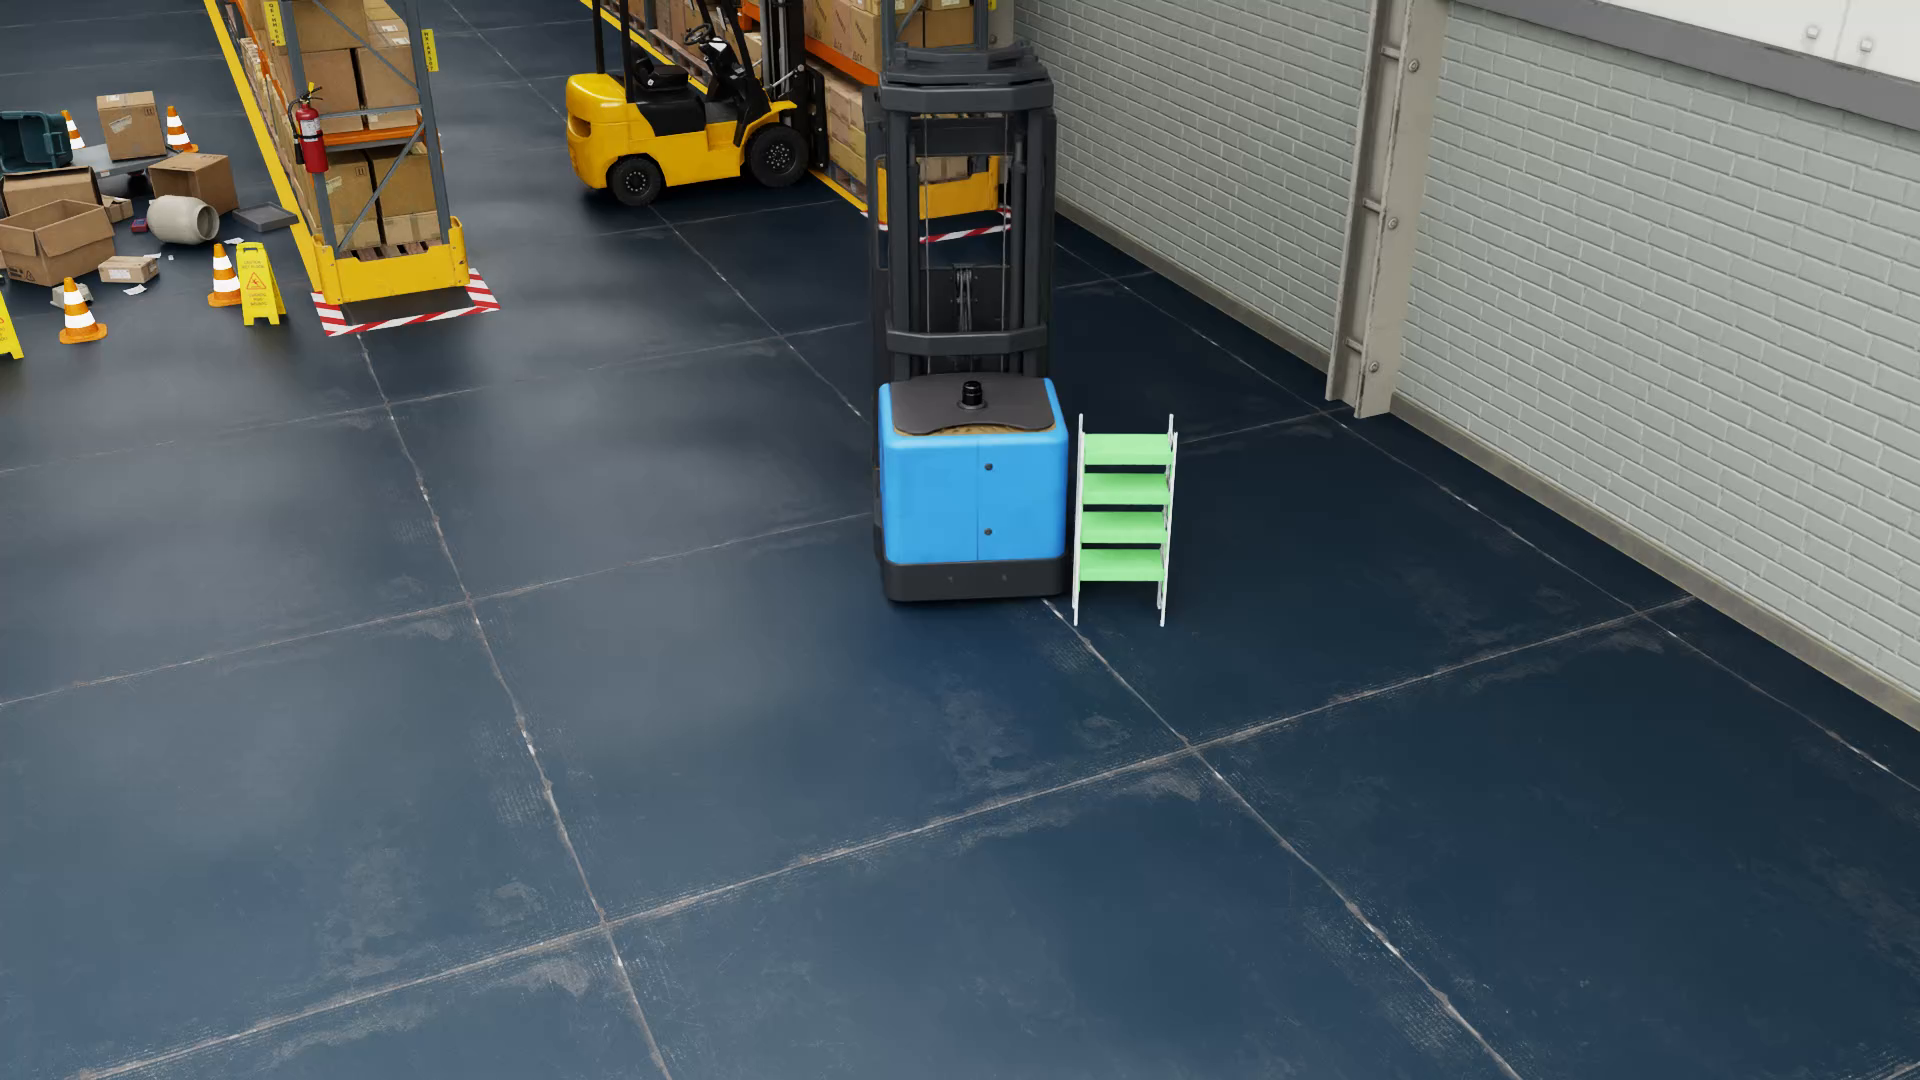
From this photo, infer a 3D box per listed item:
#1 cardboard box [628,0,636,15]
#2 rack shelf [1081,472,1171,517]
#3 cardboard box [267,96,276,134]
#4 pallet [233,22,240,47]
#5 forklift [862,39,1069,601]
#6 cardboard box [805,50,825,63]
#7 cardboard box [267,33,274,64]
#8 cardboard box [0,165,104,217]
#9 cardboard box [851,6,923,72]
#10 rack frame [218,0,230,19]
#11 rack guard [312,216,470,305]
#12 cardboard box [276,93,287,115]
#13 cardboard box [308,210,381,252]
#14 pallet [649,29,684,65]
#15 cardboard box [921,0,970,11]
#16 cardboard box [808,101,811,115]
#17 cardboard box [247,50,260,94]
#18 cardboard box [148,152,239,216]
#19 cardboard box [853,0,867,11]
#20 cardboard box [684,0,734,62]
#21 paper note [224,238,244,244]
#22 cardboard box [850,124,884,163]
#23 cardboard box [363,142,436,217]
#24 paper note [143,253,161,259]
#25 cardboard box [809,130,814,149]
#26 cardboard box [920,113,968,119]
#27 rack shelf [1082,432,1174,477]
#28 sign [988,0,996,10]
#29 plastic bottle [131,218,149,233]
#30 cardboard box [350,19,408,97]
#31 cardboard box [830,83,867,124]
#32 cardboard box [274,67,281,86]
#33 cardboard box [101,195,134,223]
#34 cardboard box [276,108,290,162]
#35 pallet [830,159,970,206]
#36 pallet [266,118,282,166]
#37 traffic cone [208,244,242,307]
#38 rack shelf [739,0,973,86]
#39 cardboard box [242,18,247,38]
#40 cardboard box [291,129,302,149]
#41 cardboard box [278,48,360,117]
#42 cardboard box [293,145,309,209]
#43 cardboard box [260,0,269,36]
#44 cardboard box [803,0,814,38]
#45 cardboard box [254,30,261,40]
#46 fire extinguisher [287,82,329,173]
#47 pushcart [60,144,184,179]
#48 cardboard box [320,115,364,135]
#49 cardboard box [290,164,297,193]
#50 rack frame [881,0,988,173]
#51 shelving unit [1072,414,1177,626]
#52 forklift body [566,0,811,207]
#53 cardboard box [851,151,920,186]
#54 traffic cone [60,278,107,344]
[{"bbox_3d":[-4.239,-7.430,22.532,0.500,0.500,0.500,-14,32,-23],"label":"cardboard box"},{"bbox_3d":[0.896,-0.251,9.084,0.480,0.148,0.258,0,29,0],"label":"rack shelf"},{"bbox_3d":[-6.650,-4.429,17.312,0.950,0.372,0.625,-13,32,-21],"label":"cardboard box"},{"bbox_3d":[-8.930,-6.614,21.802,1.003,0.211,1.213,-13,32,-22],"label":"pallet"},{"bbox_3d":[-0.014,-1.621,10.116,1.130,2.935,3.031,-2,29,-4],"label":"forklift"},{"bbox_3d":[-1.583,-4.900,17.254,0.500,0.250,0.500,-12,31,-20],"label":"cardboard box"},{"bbox_3d":[-5.810,-4.421,14.634,0.500,0.500,0.500,-13,32,-21],"label":"cardboard box"},{"bbox_3d":[-8.155,-3.020,14.955,0.797,0.637,0.503,-13,32,-22],"label":"cardboard box"},{"bbox_3d":[-0.672,-4.644,15.335,0.500,0.500,0.500,-14,32,-23],"label":"cardboard box"},{"bbox_3d":[-9.857,-8.695,22.662,1.000,3.000,0.127,-13,32,-22],"label":"rack frame"},{"bbox_3d":[-4.738,-2.337,13.880,1.175,0.500,0.348,-13,32,-22],"label":"rack guard"},{"bbox_3d":[-6.073,-4.025,15.285,0.380,0.149,0.250,-11,31,-19],"label":"cardboard box"},{"bbox_3d":[-5.306,-2.689,14.333,0.500,0.250,0.500,-13,32,-22],"label":"cardboard box"},{"bbox_3d":[-3.340,-6.384,21.391,1.003,0.211,1.213,-13,32,-22],"label":"pallet"},{"bbox_3d":[-0.135,-4.969,15.251,0.380,0.149,0.250,-14,32,-23],"label":"cardboard box"},{"bbox_3d":[-1.373,-4.458,16.978,0.500,0.250,0.500,-13,32,-22],"label":"cardboard box"},{"bbox_3d":[-7.582,-5.389,19.024,0.950,0.372,0.625,-14,32,-23],"label":"cardboard box"},{"bbox_3d":[-7.192,-3.313,15.617,0.500,0.500,0.500,7,30,13],"label":"cardboard box"},{"bbox_3d":[-0.762,-4.965,15.246,0.380,0.149,0.250,-13,32,-21],"label":"cardboard box"},{"bbox_3d":[-2.826,-6.256,20.312,0.875,0.625,0.625,-14,32,-24],"label":"cardboard box"},{"bbox_3d":[-6.550,-2.705,15.015,0.148,0.019,0.142,26,38,38],"label":"paper note"},{"bbox_3d":[-0.715,-3.789,15.784,0.500,0.250,0.500,-14,32,-23],"label":"cardboard box"},{"bbox_3d":[-4.813,-3.130,14.353,0.500,0.500,0.500,-14,32,-24],"label":"cardboard box"},{"bbox_3d":[-7.138,-2.500,14.662,0.148,0.019,0.142,-3,29,-5],"label":"paper note"},{"bbox_3d":[-1.366,-4.232,17.085,0.500,0.250,0.500,-12,31,-20],"label":"cardboard box"},{"bbox_3d":[-0.259,-4.110,15.845,0.500,0.250,0.500,-14,32,-23],"label":"cardboard box"},{"bbox_3d":[0.896,-0.461,8.967,0.480,0.148,0.258,0,29,0],"label":"rack shelf"},{"bbox_3d":[0.280,-4.964,15.042,0.100,0.325,0.005,-13,32,-22],"label":"sign"},{"bbox_3d":[-7.562,-2.915,15.360,0.133,0.061,0.283,-8,30,-13],"label":"plastic bottle"},{"bbox_3d":[-4.883,-4.063,13.995,0.500,0.500,0.500,-12,31,-20],"label":"cardboard box"},{"bbox_3d":[-0.928,-4.220,16.041,0.500,0.250,0.500,-12,32,-21],"label":"cardboard box"},{"bbox_3d":[-5.903,-4.172,14.854,0.380,0.149,0.250,-13,32,-22],"label":"cardboard box"},{"bbox_3d":[-8.011,-3.158,15.583,0.396,0.266,0.258,13,32,21],"label":"cardboard box"},{"bbox_3d":[-6.173,-3.921,15.763,0.500,0.500,0.500,-12,31,-20],"label":"cardboard box"},{"bbox_3d":[-0.590,-3.551,16.339,1.003,0.211,1.213,-13,32,-22],"label":"pallet"},{"bbox_3d":[-6.758,-4.288,17.654,1.003,0.211,1.213,-13,32,-22],"label":"pallet"},{"bbox_3d":[-6.055,-2.207,13.685,0.336,0.463,0.334,-13,32,-22],"label":"traffic cone"},{"bbox_3d":[-1.083,-5.008,16.822,1.077,0.370,4.000,-13,32,-22],"label":"rack shelf"},{"bbox_3d":[-8.740,-6.902,21.207,0.875,0.875,0.875,-13,32,-21],"label":"cardboard box"},{"bbox_3d":[-5.503,-3.435,14.234,0.380,0.149,0.250,-12,31,-21],"label":"cardboard box"},{"bbox_3d":[-5.187,-3.749,13.436,0.500,0.500,0.500,-14,32,-23],"label":"cardboard box"},{"bbox_3d":[-5.512,-3.234,14.538,0.500,0.500,0.500,-12,31,-20],"label":"cardboard box"},{"bbox_3d":[-5.332,-4.408,13.589,0.700,0.500,0.500,-13,32,-22],"label":"cardboard box"},{"bbox_3d":[-1.333,-5.321,16.543,0.500,0.500,0.500,-13,32,-22],"label":"cardboard box"},{"bbox_3d":[-6.485,-5.081,15.811,0.500,0.500,0.500,-13,32,-22],"label":"cardboard box"},{"bbox_3d":[-5.072,-3.213,12.965,0.296,0.674,0.183,-13,32,-22],"label":"fire extinguisher"},{"bbox_3d":[-8.460,-3.516,16.108,0.936,0.377,1.648,26,38,38],"label":"pushcart"},{"bbox_3d":[-5.059,-3.405,13.485,0.380,0.149,0.250,-12,31,-20],"label":"cardboard box"},{"bbox_3d":[-5.944,-3.360,15.530,0.500,0.250,0.500,-14,32,-23],"label":"cardboard box"},{"bbox_3d":[-0.224,-4.438,15.070,1.000,3.000,0.127,-13,32,-22],"label":"rack frame"},{"bbox_3d":[0.896,-0.098,9.170,0.503,1.200,0.258,0,29,0],"label":"shelving unit"},{"bbox_3d":[-2.686,-4.522,16.088,2.313,2.155,1.214,-13,32,-22],"label":"forklift body"},{"bbox_3d":[-0.711,-3.563,15.892,0.500,0.250,0.500,-13,32,-22],"label":"cardboard box"},{"bbox_3d":[-6.912,-1.823,13.001,0.336,0.463,0.334,-13,32,-22],"label":"traffic cone"}]
